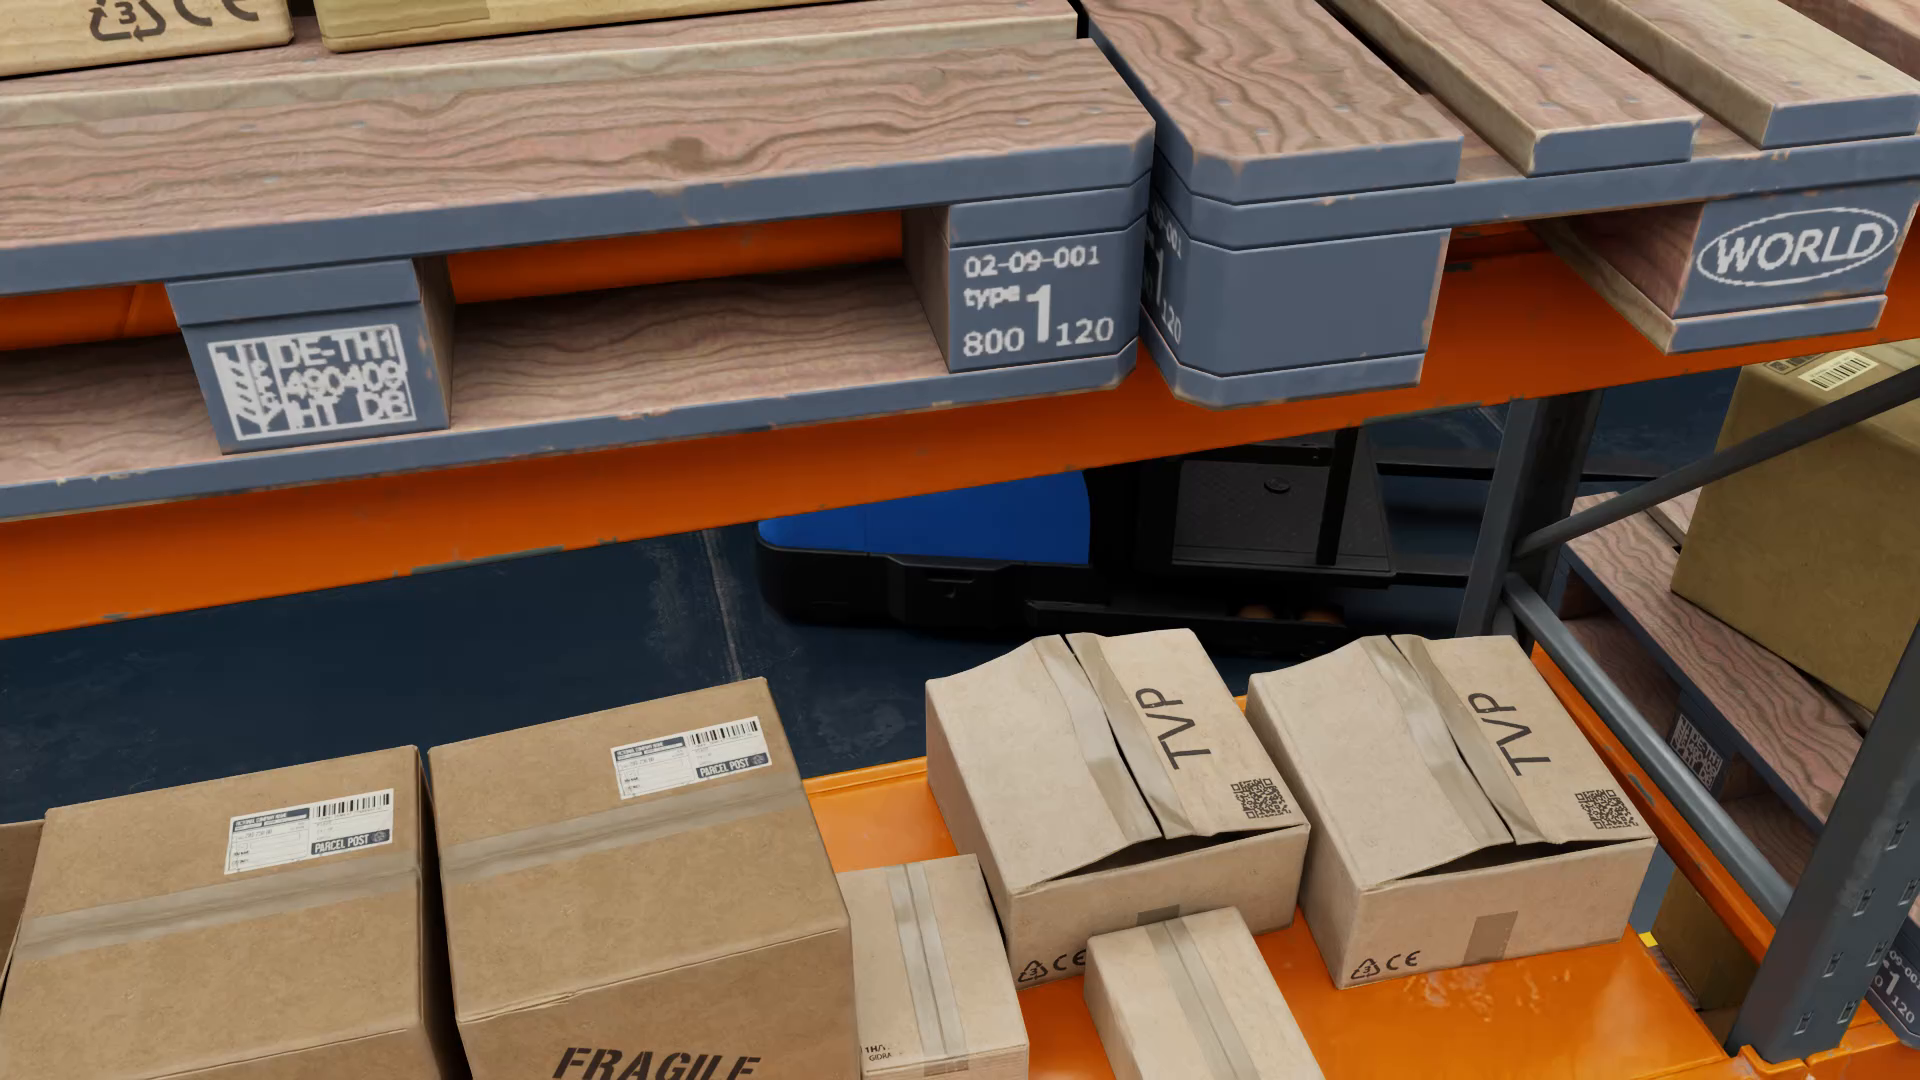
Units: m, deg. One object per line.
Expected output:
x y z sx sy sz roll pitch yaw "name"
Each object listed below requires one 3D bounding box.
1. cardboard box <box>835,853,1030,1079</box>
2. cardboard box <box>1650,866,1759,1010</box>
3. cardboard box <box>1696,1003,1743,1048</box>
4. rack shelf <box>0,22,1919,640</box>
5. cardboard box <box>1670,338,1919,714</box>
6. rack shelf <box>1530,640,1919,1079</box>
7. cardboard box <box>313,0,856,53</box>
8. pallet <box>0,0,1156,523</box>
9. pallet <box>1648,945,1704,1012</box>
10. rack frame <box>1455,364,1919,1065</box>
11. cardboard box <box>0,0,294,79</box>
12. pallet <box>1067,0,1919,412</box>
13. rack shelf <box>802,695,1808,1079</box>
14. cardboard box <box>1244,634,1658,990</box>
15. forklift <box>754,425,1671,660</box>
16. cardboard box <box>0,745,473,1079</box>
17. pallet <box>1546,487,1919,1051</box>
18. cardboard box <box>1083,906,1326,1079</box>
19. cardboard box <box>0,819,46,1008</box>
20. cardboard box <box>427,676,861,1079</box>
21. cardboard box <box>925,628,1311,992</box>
-0.056 0.691 2.585 0.250 0.149 0.380 -7 38 -9 "cardboard box"
2.002 0.888 3.815 0.500 0.500 0.500 -8 38 -10 "cardboard box"
1.675 1.270 3.317 0.500 0.500 0.500 -8 38 -10 "cardboard box"
-0.770 -0.233 1.709 4.000 0.370 1.077 -9 38 -12 "rack shelf"
1.739 -0.016 2.875 0.500 0.500 0.700 -23 43 -27 "cardboard box"
3.091 0.325 3.449 4.000 0.370 1.077 -9 38 -12 "rack shelf"
-0.319 -0.660 1.453 0.500 0.250 0.500 -10 39 -13 "cardboard box"
-0.550 -0.422 1.519 1.213 0.211 1.003 -8 38 -10 "pallet"
1.891 1.367 3.789 1.213 0.211 1.003 -9 38 -12 "pallet"
1.161 0.356 2.816 0.127 3.000 1.000 -9 38 -12 "rack frame"
-0.839 -0.576 1.343 0.500 0.250 0.500 -12 39 -16 "cardboard box"
0.529 -0.601 1.753 1.003 0.211 1.213 -8 38 -10 "pallet"
-0.770 0.958 2.620 4.000 0.370 1.077 -9 38 -12 "rack shelf"
0.798 0.423 2.801 0.500 0.311 0.500 -7 38 -9 "cardboard box"
0.895 -1.124 4.807 3.031 2.935 1.130 3 38 4 "forklift"
-0.963 0.675 2.317 0.500 0.500 0.500 -9 38 -12 "cardboard box"
1.797 0.284 3.068 1.003 0.211 1.213 -9 38 -12 "pallet"
0.364 0.760 2.494 0.250 0.149 0.380 -9 38 -12 "cardboard box"
-1.447 0.754 2.213 0.500 0.500 0.500 -7 38 -9 "cardboard box"
-0.455 0.592 2.426 0.500 0.500 0.500 -11 39 -14 "cardboard box"
0.247 0.419 2.806 0.500 0.311 0.500 -10 38 -12 "cardboard box"
